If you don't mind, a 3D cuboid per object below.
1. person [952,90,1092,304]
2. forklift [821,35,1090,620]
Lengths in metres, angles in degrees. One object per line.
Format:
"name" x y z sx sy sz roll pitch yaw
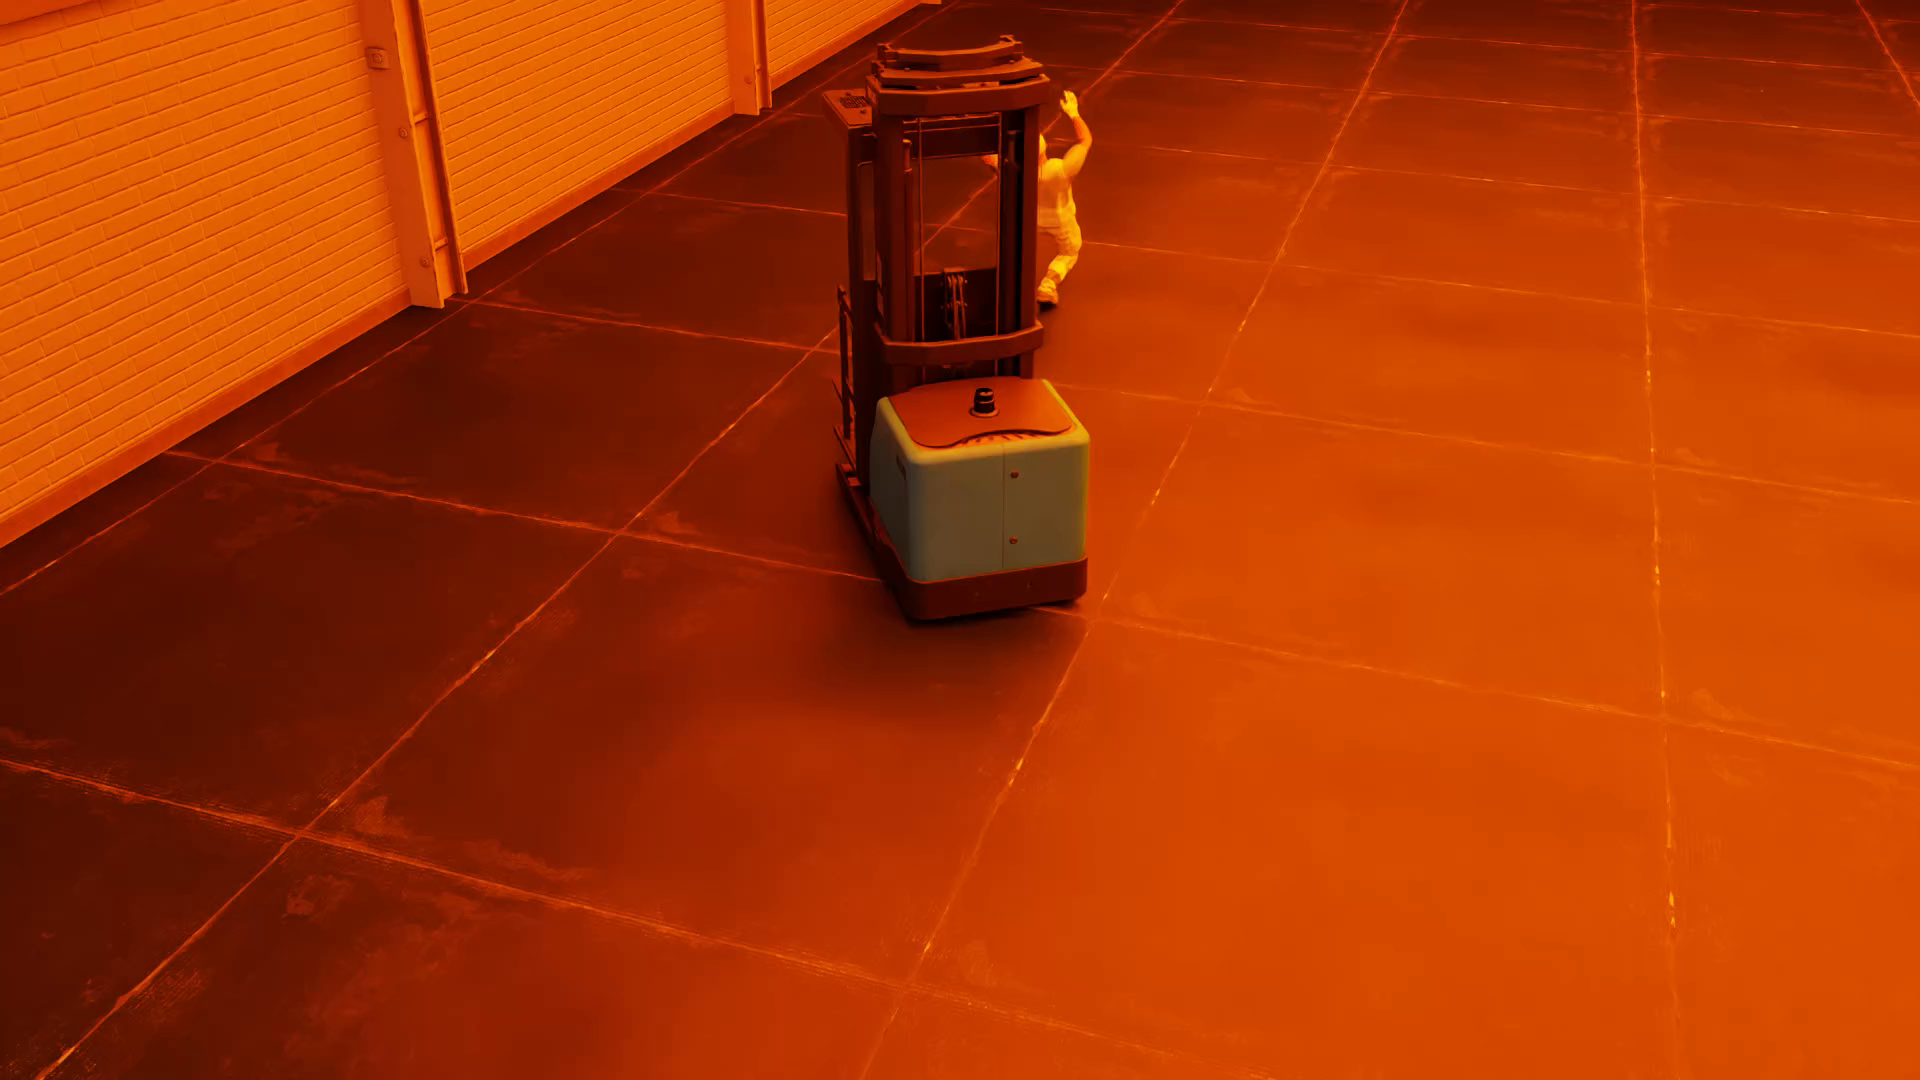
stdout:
"person" 0.481 -2.691 13.146 1.087 1.683 0.822 6 30 11
"forklift" -0.165 -1.548 9.852 1.130 2.935 3.031 -8 31 -13
